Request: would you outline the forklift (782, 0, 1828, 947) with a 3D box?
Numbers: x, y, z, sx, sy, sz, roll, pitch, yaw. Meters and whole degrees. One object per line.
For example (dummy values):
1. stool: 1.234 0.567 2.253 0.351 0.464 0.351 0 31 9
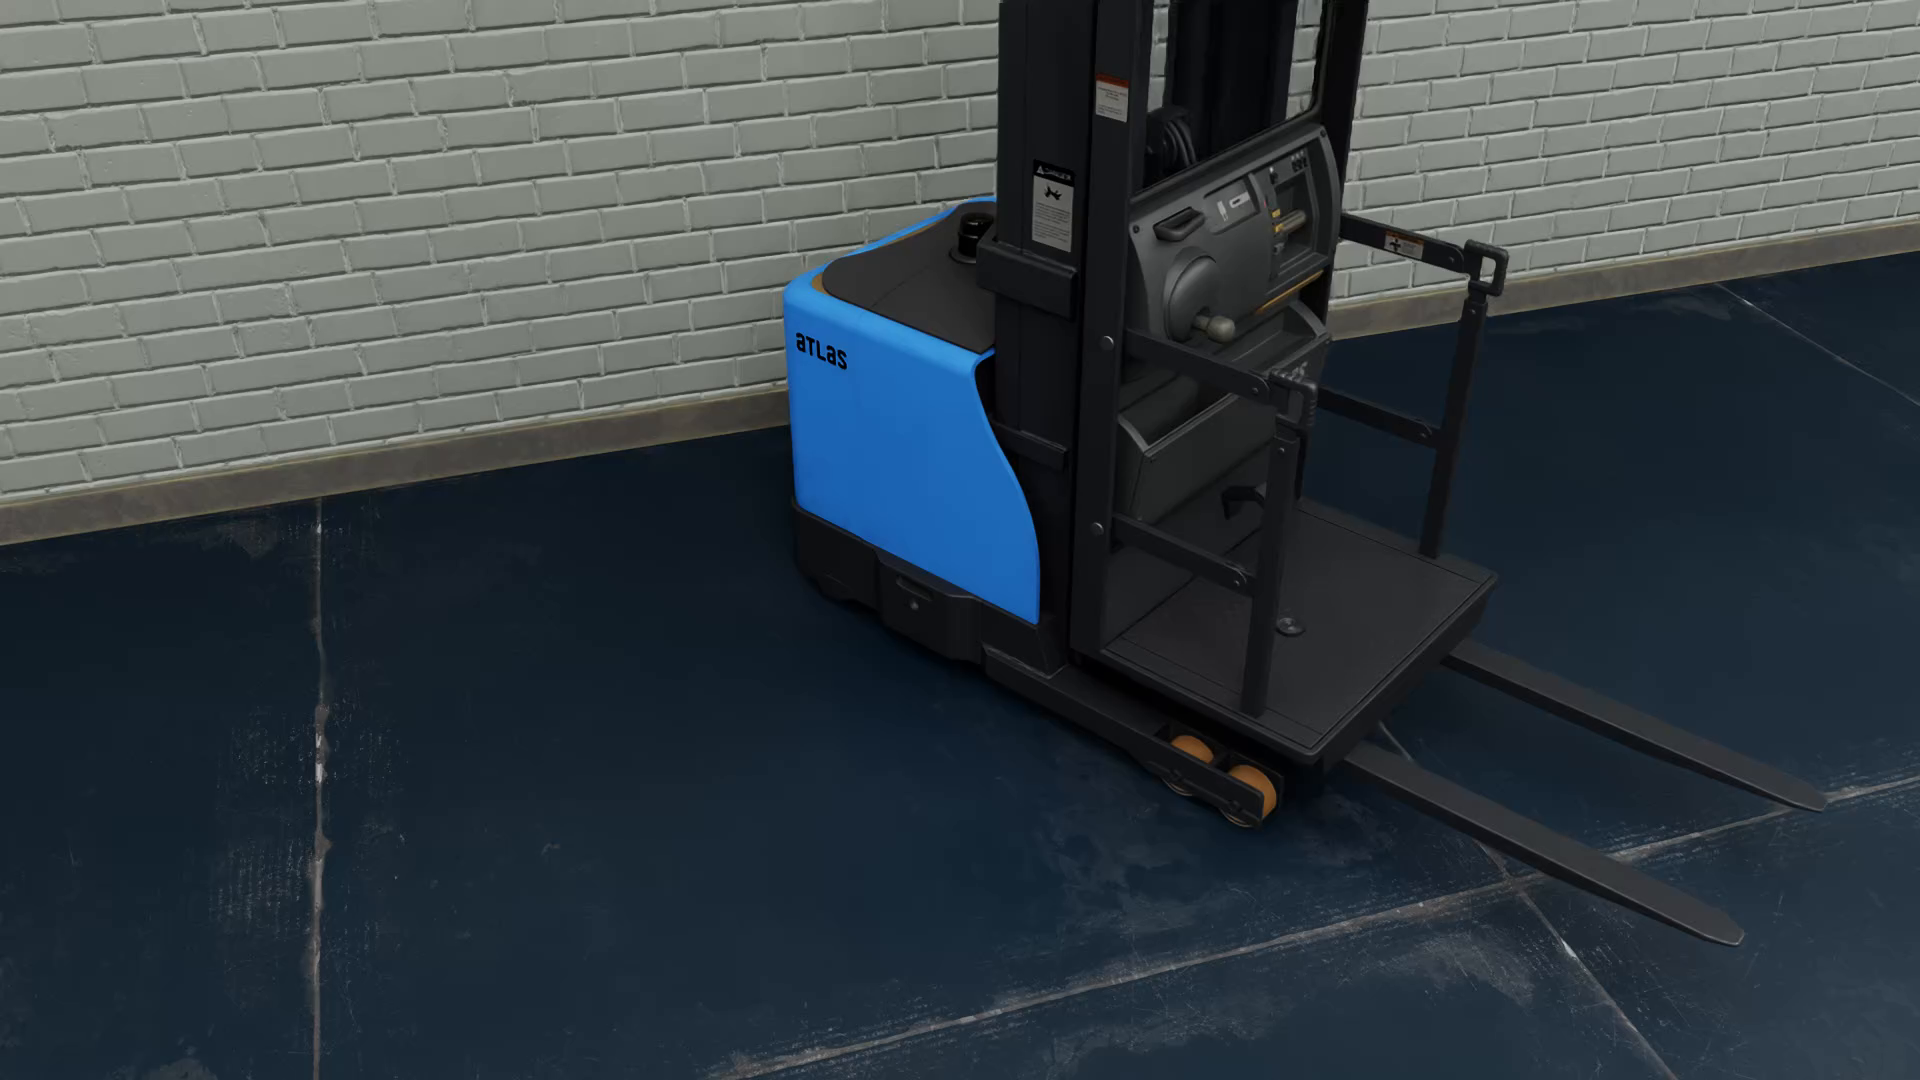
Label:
1. forklift: 0.895 -0.767 4.252 3.031 2.935 1.130 25 41 33
